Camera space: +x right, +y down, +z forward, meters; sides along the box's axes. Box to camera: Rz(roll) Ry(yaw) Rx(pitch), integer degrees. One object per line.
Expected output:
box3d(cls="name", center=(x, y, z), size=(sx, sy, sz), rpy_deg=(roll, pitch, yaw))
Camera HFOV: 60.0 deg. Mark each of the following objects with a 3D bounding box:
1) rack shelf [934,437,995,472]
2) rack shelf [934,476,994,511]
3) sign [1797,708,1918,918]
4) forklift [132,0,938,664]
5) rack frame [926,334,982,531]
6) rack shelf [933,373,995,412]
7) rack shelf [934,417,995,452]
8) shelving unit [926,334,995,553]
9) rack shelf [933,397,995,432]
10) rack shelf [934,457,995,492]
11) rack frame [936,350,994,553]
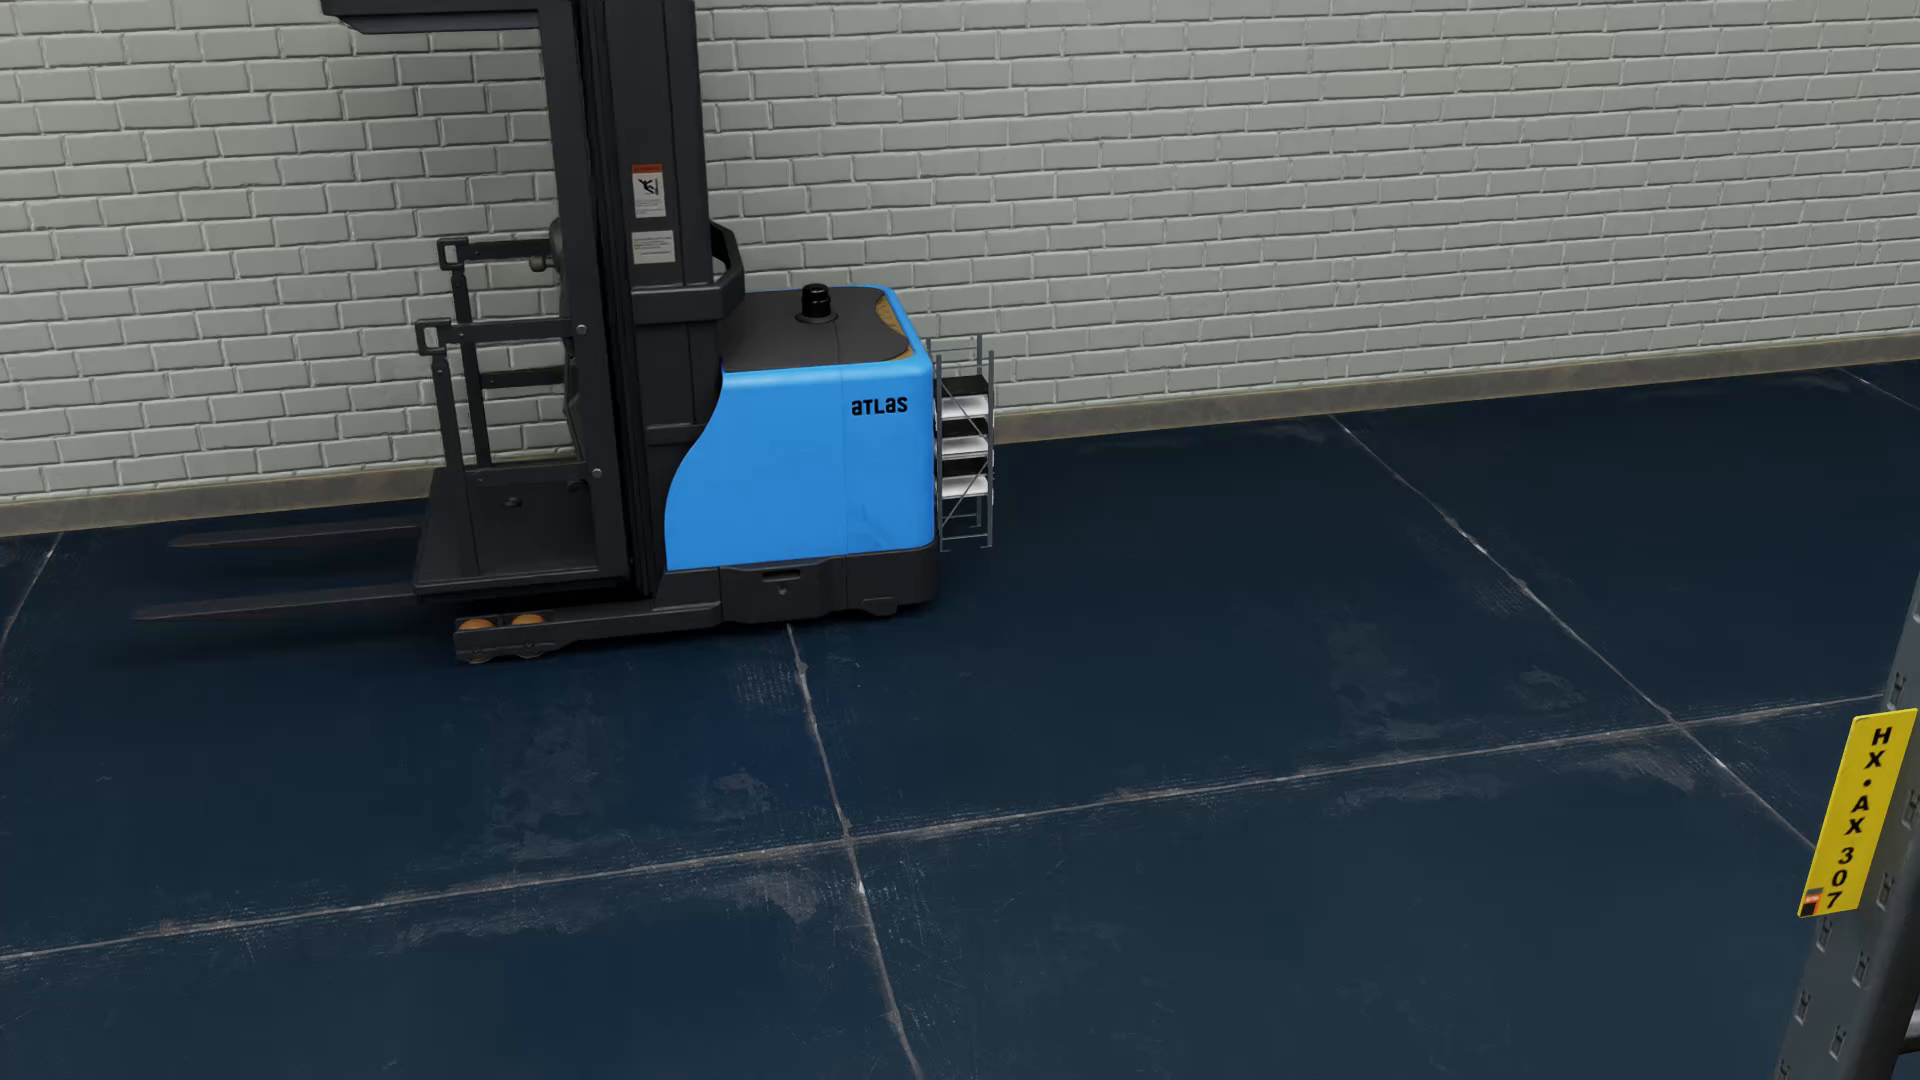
box3d(cls="rack shelf", center=(-0.002, -0.376, 7.069), size=(0.258, 0.077, 0.200), rpy_deg=(-6, 27, -12))
box3d(cls="rack shelf", center=(-0.002, -0.215, 7.150), size=(0.258, 0.077, 0.200), rpy_deg=(-6, 27, -12))
box3d(cls="sign", center=(1.203, 0.370, 2.228), size=(0.100, 0.325, 0.005), rpy_deg=(-6, 27, -12))
box3d(cls="forklift", center=(-1.658, -1.099, 6.174), size=(3.031, 2.935, 1.130), rpy_deg=(-5, 27, -10))
box3d(cls="rack frame", center=(-0.025, -0.450, 7.143), size=(0.240, 0.900, 0.006), rpy_deg=(-6, 27, -12))
box3d(cls="rack shelf", center=(-0.002, -0.617, 6.948), size=(0.258, 0.077, 0.200), rpy_deg=(-6, 27, -12))
box3d(cls="rack shelf", center=(-0.002, -0.456, 7.029), size=(0.258, 0.077, 0.200), rpy_deg=(-6, 27, -12))
box3d(cls="shelving unit", center=(-0.002, -0.405, 7.054), size=(0.258, 0.900, 0.210), rpy_deg=(-6, 27, -12))
box3d(cls="rack shelf", center=(-0.002, -0.536, 6.988), size=(0.258, 0.077, 0.200), rpy_deg=(-6, 27, -12))
box3d(cls="rack shelf", center=(-0.002, -0.295, 7.110), size=(0.258, 0.077, 0.200), rpy_deg=(-6, 27, -12))
box3d(cls="rack frame", center=(0.021, -0.361, 6.966), size=(0.240, 0.900, 0.006), rpy_deg=(-6, 27, -12))
